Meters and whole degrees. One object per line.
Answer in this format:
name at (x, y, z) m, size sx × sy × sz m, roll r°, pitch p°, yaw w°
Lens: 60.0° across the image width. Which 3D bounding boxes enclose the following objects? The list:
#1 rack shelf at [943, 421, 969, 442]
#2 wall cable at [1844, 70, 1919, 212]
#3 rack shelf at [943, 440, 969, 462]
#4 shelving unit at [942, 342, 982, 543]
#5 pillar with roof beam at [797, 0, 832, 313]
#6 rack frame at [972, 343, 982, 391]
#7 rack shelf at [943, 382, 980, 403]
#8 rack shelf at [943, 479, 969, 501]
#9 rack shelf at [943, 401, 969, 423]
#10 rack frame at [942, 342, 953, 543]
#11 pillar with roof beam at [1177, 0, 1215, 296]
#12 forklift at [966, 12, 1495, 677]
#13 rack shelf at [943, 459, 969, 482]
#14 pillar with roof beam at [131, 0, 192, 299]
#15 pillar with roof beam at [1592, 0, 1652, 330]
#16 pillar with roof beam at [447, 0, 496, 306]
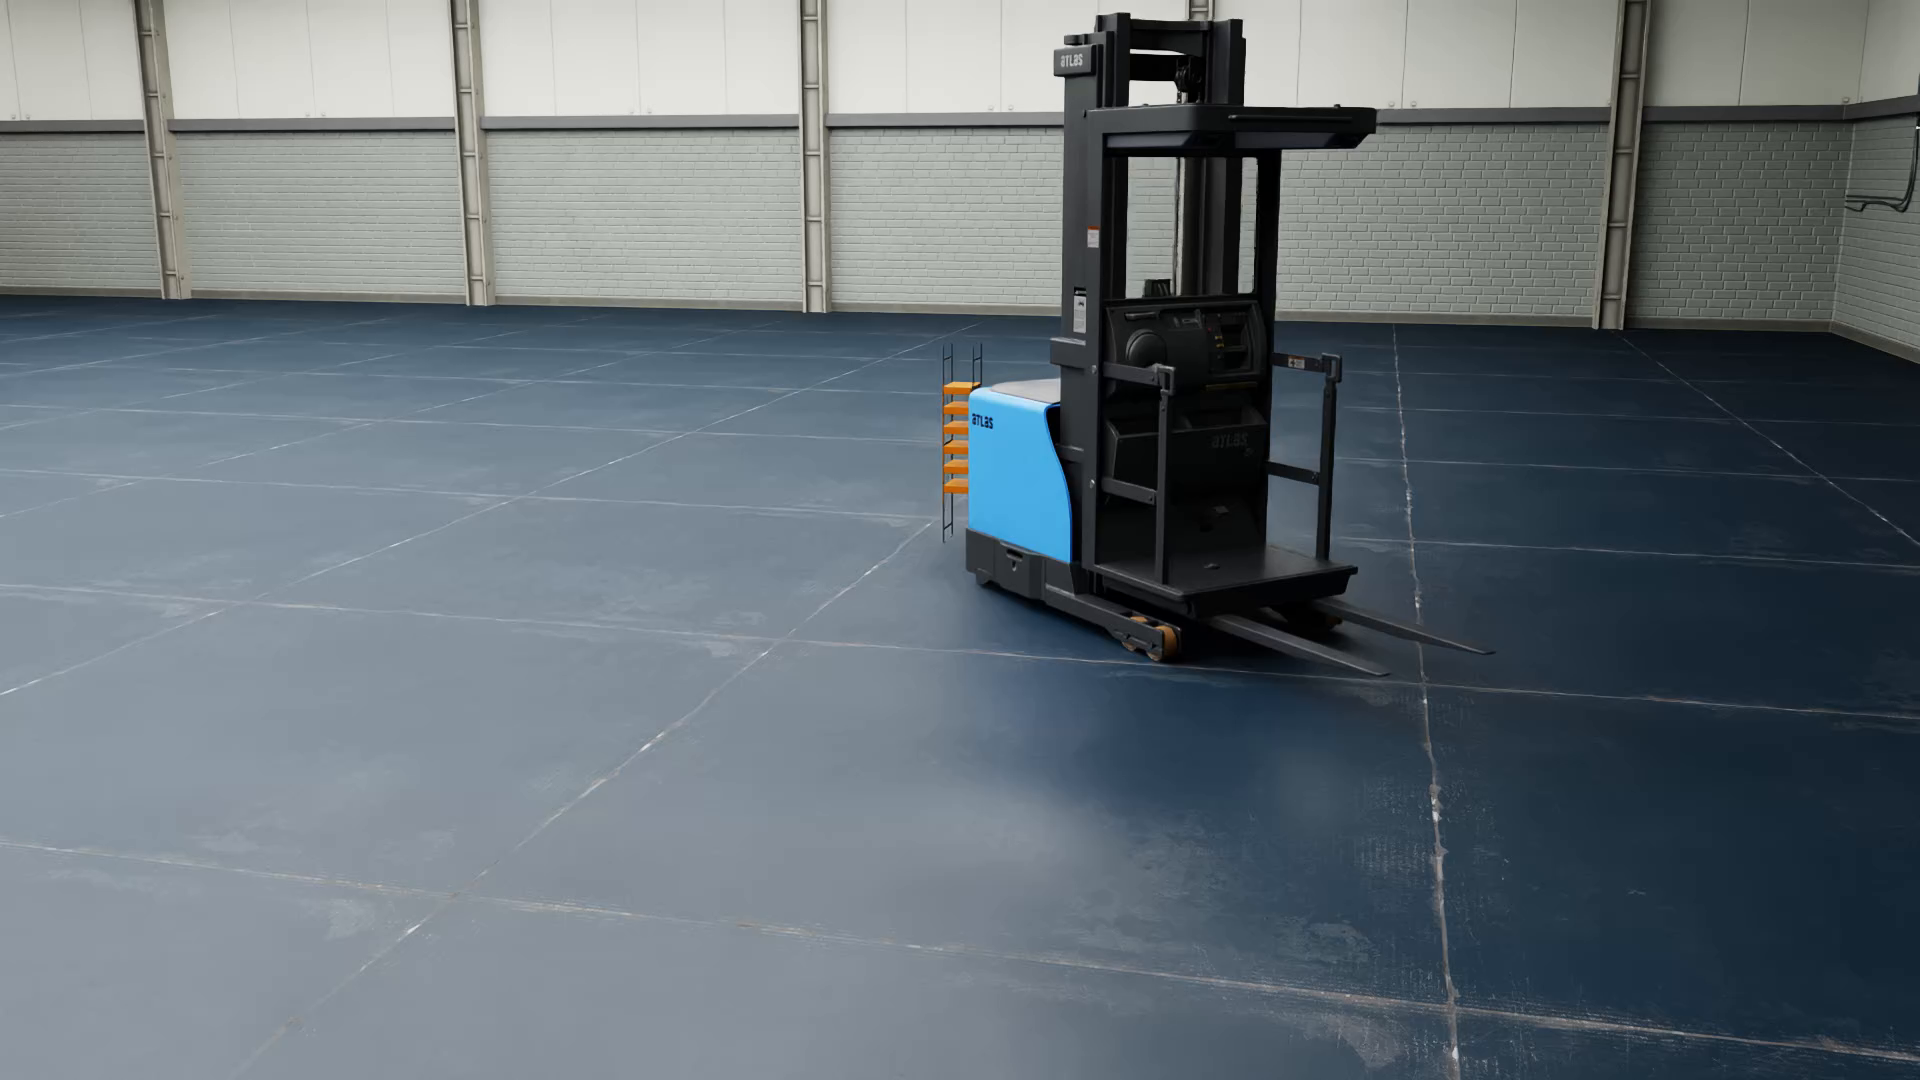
rack shelf at (0.014, -0.659, 10.084) m, size 0.180 × 0.103 × 0.258 m, roll 3°, pitch 13°, yaw 14°
wall cable at (11.896, -5.504, 21.437) m, size 0.112 × 2.526 × 3.097 m, roll 3°, pitch 13°, yaw 14°
rack shelf at (0.014, -0.542, 10.110) m, size 0.180 × 0.103 × 0.258 m, roll 3°, pitch 13°, yaw 14°
shelving unit at (0.014, -0.585, 10.100) m, size 0.189 × 1.200 × 0.258 m, roll 3°, pitch 13°, yaw 14°
pillar with roof beam at (-3.329, -7.169, 21.769) m, size 0.400 × 9.000 × 9.100 m, roll 3°, pitch 13°, yaw 14°
rack frame at (0.103, -0.580, 10.079) m, size 0.006 × 1.200 × 0.240 m, roll 3°, pitch 13°, yaw 14°
rack shelf at (0.014, -0.893, 10.032) m, size 0.180 × 0.103 × 0.258 m, roll 3°, pitch 13°, yaw 14°
rack shelf at (0.014, -0.307, 10.162) m, size 0.180 × 0.103 × 0.258 m, roll 3°, pitch 13°, yaw 14°
rack shelf at (0.014, -0.776, 10.058) m, size 0.180 × 0.103 × 0.258 m, roll 3°, pitch 13°, yaw 14°
rack frame at (-0.075, -0.590, 10.122) m, size 0.006 × 1.200 × 0.240 m, roll 3°, pitch 13°, yaw 14°
pillar with roof beam at (2.496, -6.857, 20.366) m, size 0.400 × 9.000 × 9.100 m, roll 3°, pitch 13°, yaw 14°
forklift at (1.217, -0.984, 7.900) m, size 1.130 × 2.935 × 3.031 m, roll -7°, pitch 14°, yaw -30°
rack shelf at (0.014, -0.424, 10.136) m, size 0.180 × 0.103 × 0.258 m, roll 3°, pitch 13°, yaw 14°
pillar with roof beam at (-14.980, -7.792, 24.576) m, size 0.400 × 9.000 × 9.100 m, roll 3°, pitch 13°, yaw 14°
pillar with roof beam at (8.321, -6.546, 18.962) m, size 0.400 × 9.000 × 9.100 m, roll 3°, pitch 13°, yaw 14°
pillar with roof beam at (-9.154, -7.480, 23.173) m, size 0.400 × 9.000 × 9.100 m, roll 3°, pitch 13°, yaw 14°
